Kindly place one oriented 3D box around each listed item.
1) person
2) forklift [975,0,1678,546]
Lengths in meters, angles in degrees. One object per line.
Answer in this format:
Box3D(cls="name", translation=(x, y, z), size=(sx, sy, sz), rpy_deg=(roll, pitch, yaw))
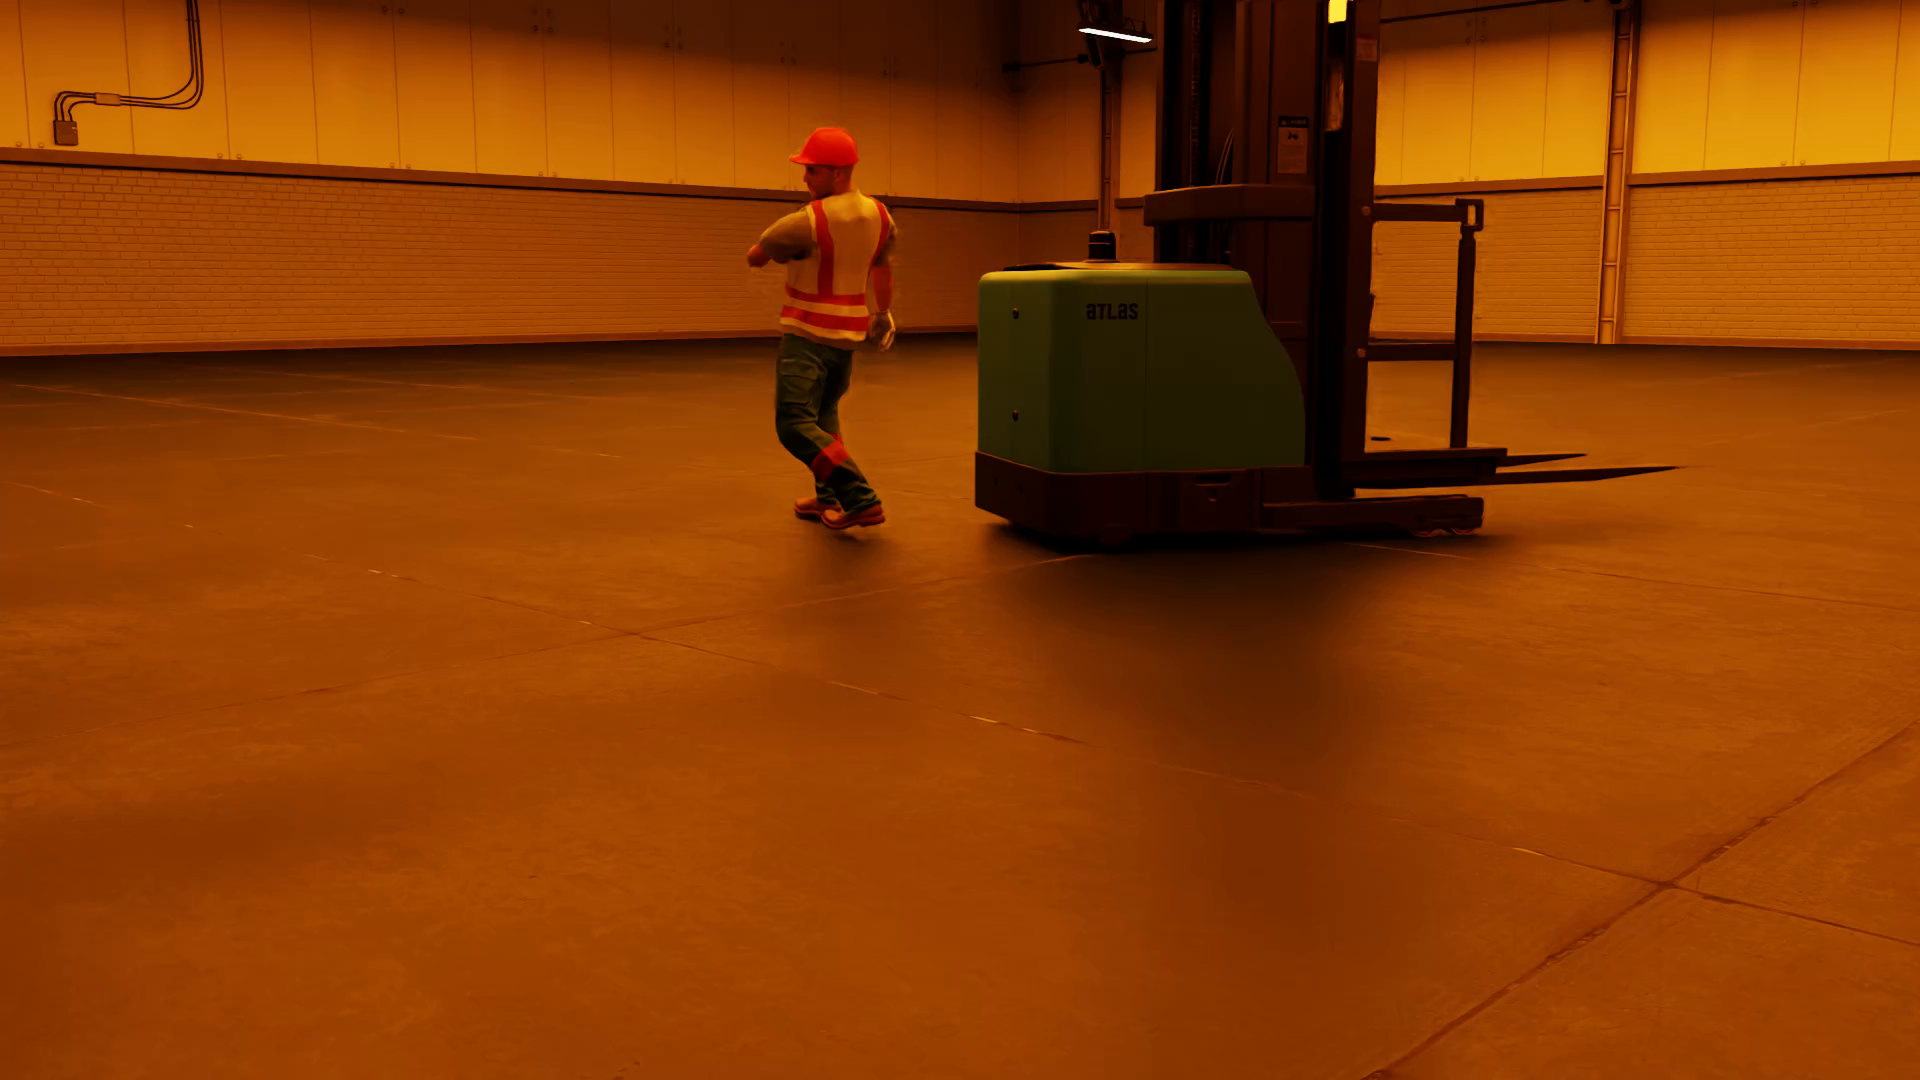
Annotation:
Box3D(cls="person", translation=(-0.547, -0.886, 7.048), size=(0.851, 1.638, 0.806), rpy_deg=(5, 10, 28))
Box3D(cls="forklift", translation=(1.639, -1.530, 7.035), size=(3.031, 2.935, 1.130), rpy_deg=(-3, 9, -18))
